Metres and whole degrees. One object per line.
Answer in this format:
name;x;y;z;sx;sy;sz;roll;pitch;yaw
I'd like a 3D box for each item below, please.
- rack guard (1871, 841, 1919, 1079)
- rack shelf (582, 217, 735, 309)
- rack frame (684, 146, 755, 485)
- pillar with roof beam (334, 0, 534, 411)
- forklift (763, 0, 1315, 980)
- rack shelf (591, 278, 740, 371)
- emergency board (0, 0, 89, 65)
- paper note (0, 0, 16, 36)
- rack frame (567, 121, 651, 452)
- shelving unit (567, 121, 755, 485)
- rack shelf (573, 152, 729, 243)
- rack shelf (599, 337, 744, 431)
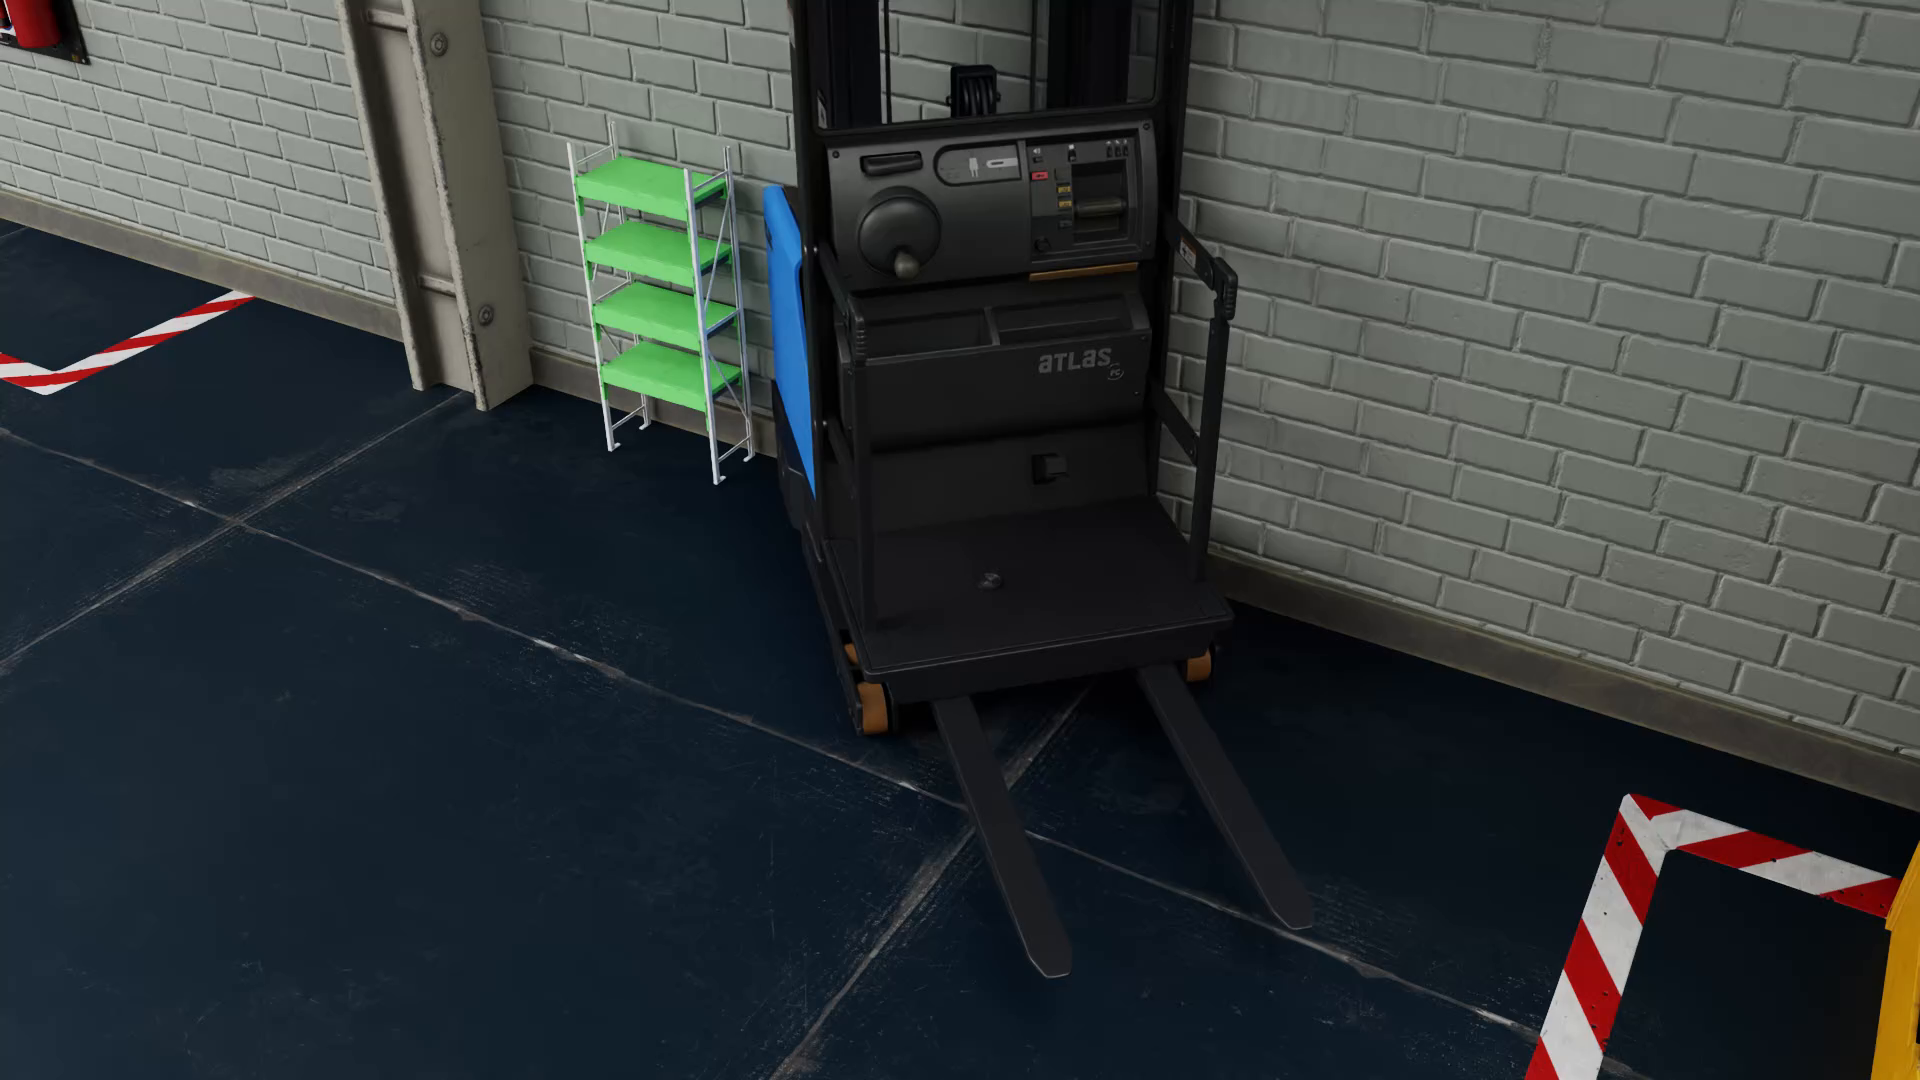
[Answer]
rack guard;2.290;1.056;3.713;0.348;0.500;1.175;18;37;24
rack shelf;-1.044;-0.973;5.810;0.480;0.148;0.258;17;37;24
rack frame;-0.831;-0.760;5.809;0.015;1.200;0.240;17;37;24
pillar with roof beam;-4.084;-2.304;1.092;0.400;9.000;9.100;18;37;24
forklift;0.154;-0.882;4.430;1.130;2.935;3.031;-8;34;-12
rack shelf;-1.044;-0.773;5.943;0.480;0.148;0.258;17;37;24
emergency board;-4.075;-2.577;6.914;0.643;1.169;0.194;18;37;24
paper note;-4.194;-2.292;7.281;0.142;0.148;0.016;18;37;24
rack frame;-1.257;-0.892;6.007;0.015;1.200;0.240;17;37;24
shelving unit;-1.044;-0.826;5.908;0.503;1.200;0.258;17;37;24
rack shelf;-1.044;-1.172;5.677;0.480;0.148;0.258;17;37;24
rack shelf;-1.044;-0.573;6.076;0.480;0.148;0.258;17;37;24
